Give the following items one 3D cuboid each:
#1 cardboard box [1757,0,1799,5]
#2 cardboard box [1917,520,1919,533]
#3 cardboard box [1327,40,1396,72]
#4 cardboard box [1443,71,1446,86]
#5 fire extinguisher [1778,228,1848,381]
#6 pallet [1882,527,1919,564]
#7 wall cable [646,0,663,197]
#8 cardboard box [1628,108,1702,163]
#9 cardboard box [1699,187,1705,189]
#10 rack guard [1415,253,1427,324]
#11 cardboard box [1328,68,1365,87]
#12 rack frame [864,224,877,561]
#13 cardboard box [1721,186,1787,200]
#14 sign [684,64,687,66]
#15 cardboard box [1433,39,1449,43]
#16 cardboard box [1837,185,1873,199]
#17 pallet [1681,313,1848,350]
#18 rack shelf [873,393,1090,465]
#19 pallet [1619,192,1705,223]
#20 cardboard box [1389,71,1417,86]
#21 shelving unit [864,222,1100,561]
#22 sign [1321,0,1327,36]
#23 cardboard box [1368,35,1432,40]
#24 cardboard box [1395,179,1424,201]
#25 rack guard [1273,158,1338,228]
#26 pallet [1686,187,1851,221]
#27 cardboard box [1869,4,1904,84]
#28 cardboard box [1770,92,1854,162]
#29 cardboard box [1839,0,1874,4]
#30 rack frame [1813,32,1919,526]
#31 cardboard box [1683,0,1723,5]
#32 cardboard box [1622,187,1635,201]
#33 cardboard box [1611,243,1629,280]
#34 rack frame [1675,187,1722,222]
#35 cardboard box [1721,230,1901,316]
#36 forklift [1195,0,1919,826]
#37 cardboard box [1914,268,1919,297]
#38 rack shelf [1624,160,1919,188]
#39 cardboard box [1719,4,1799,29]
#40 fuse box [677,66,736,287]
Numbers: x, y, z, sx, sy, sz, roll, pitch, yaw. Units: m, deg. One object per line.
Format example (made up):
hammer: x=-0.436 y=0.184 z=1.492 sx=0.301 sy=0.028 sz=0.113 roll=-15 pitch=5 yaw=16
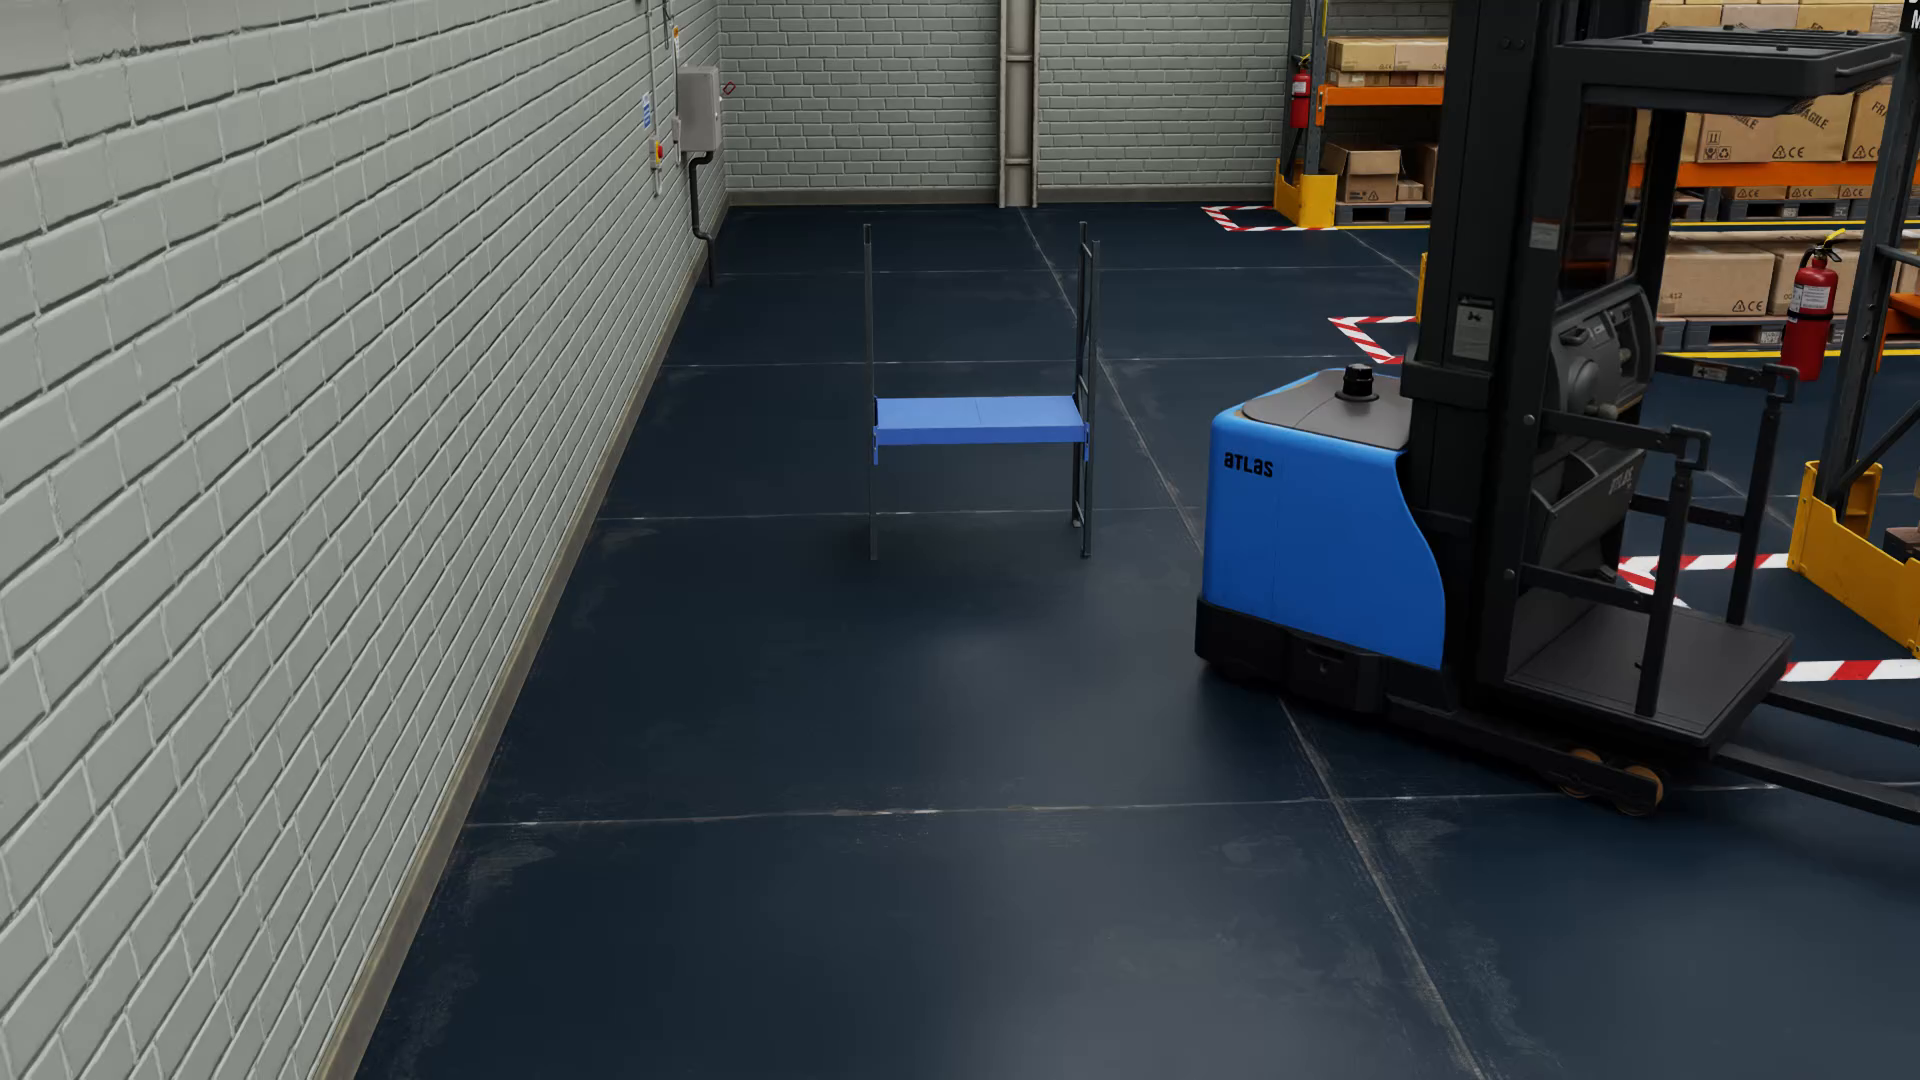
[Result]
cardboard box: x=5.286 y=-3.595 z=10.890 sx=0.250 sy=0.149 sz=0.380 roll=-1 pitch=21 yaw=-3
cardboard box: x=4.517 y=-0.040 z=7.427 sx=0.250 sy=0.149 sz=0.380 roll=-1 pitch=21 yaw=-2
cardboard box: x=3.801 y=-4.593 z=15.763 sx=0.500 sy=0.250 sz=0.500 roll=-1 pitch=21 yaw=-3
cardboard box: x=4.709 y=-4.433 z=15.901 sx=0.250 sy=0.149 sz=0.380 roll=-1 pitch=21 yaw=-2
fire extinguisher: x=3.726 y=-1.040 z=7.269 sx=0.183 sy=0.674 sz=0.296 roll=-1 pitch=21 yaw=-3
pallet: x=4.892 y=0.206 z=7.283 sx=1.213 sy=0.211 sz=1.003 roll=-1 pitch=21 yaw=-3
wall cable: x=-2.008 y=-3.214 z=10.876 sx=0.123 sy=1.953 sz=0.585 roll=-1 pitch=21 yaw=-3
cardboard box: x=4.619 y=-2.822 z=11.178 sx=0.500 sy=0.500 sz=0.500 roll=-1 pitch=21 yaw=-4
cardboard box: x=7.800 y=-3.835 z=16.902 sx=0.500 sy=0.500 sz=0.500 roll=-1 pitch=21 yaw=-3
rack guard: x=3.596 y=-1.679 z=11.829 sx=0.348 sy=0.500 sz=1.175 roll=-1 pitch=21 yaw=-3
cardboard box: x=3.677 y=-4.403 z=15.822 sx=0.250 sy=0.149 sz=0.380 roll=-1 pitch=21 yaw=-3
rack frame: x=-0.422 y=-0.692 z=7.832 sx=0.032 sy=1.500 sz=0.500 roll=-1 pitch=21 yaw=-3
cardboard box: x=7.822 y=-3.650 z=16.416 sx=0.500 sy=0.500 sz=0.500 roll=0 pitch=21 yaw=-1
sign: x=-2.217 y=-3.601 z=13.497 sx=0.001 sy=0.494 sz=0.329 roll=-1 pitch=21 yaw=-3
cardboard box: x=4.810 y=-4.615 z=15.820 sx=0.500 sy=0.250 sz=0.500 roll=-2 pitch=21 yaw=-4
cardboard box: x=8.852 y=-3.673 z=16.476 sx=0.500 sy=0.500 sz=0.500 roll=-2 pitch=21 yaw=-5
pallet: x=5.629 y=-1.612 z=12.059 sx=1.213 sy=0.211 sz=1.003 roll=-1 pitch=21 yaw=-3
rack shelf: x=0.085 y=-0.535 z=7.923 sx=1.000 sy=0.185 sz=0.538 roll=-1 pitch=21 yaw=-3
pallet: x=6.641 y=-3.375 z=16.690 sx=1.213 sy=0.211 sz=1.003 roll=-1 pitch=21 yaw=-3
cardboard box: x=4.188 y=-4.442 z=15.926 sx=0.250 sy=0.149 sz=0.380 roll=-1 pitch=21 yaw=-4
shelving unit: x=0.085 y=-0.703 z=7.859 sx=1.048 sy=1.500 sz=0.538 roll=-1 pitch=21 yaw=-3
sign: x=3.364 y=-4.823 z=15.356 sx=0.005 sy=0.325 sz=0.100 roll=-1 pitch=21 yaw=-3
cardboard box: x=4.292 y=-4.794 z=16.289 sx=0.500 sy=0.250 sz=0.500 roll=-1 pitch=21 yaw=-3
cardboard box: x=4.375 y=-3.448 z=16.379 sx=0.250 sy=0.149 sz=0.380 roll=-2 pitch=21 yaw=-5
rack guard: x=3.409 y=-3.444 z=16.465 sx=0.348 sy=0.500 sz=1.175 roll=-1 pitch=21 yaw=-3
pallet: x=8.136 y=-3.419 z=16.804 sx=1.213 sy=0.211 sz=1.003 roll=-1 pitch=21 yaw=-3
cardboard box: x=6.143 y=-3.314 z=11.065 sx=0.500 sy=0.500 sz=0.500 roll=-1 pitch=21 yaw=-2
cardboard box: x=5.627 y=-2.842 z=11.231 sx=0.500 sy=0.500 sz=0.500 roll=0 pitch=21 yaw=-1
cardboard box: x=5.800 y=-3.613 z=10.938 sx=0.250 sy=0.149 sz=0.380 roll=-1 pitch=21 yaw=-3
rack frame: x=4.003 y=-1.091 z=6.772 sx=0.127 sy=3.000 sz=1.000 roll=-1 pitch=21 yaw=-3
cardboard box: x=4.775 y=-3.581 z=10.853 sx=0.250 sy=0.149 sz=0.380 roll=-2 pitch=21 yaw=-5
cardboard box: x=6.430 y=-3.488 z=16.319 sx=0.258 sy=0.266 sz=0.396 roll=0 pitch=21 yaw=-1
cardboard box: x=4.273 y=-1.896 z=11.895 sx=0.875 sy=0.438 sz=0.875 roll=-2 pitch=21 yaw=-5
rack frame: x=7.326 y=-4.692 z=16.230 sx=0.127 sy=3.000 sz=1.000 roll=-1 pitch=21 yaw=-3
cardboard box: x=6.087 y=-1.935 z=11.998 sx=0.875 sy=0.438 sz=0.875 roll=-2 pitch=21 yaw=-5
forklift: x=2.406 y=-0.643 z=5.691 sx=3.031 sy=2.935 sz=1.130 roll=16 pitch=26 yaw=37
cardboard box: x=4.313 y=-1.081 z=7.098 sx=0.250 sy=0.149 sz=0.380 roll=-1 pitch=21 yaw=-3
rack shelf: x=5.617 y=-2.552 z=11.620 sx=4.000 sy=0.370 sz=1.077 roll=-1 pitch=21 yaw=-3
cardboard box: x=5.144 y=-3.297 z=11.018 sx=0.500 sy=0.500 sz=0.500 roll=-1 pitch=21 yaw=-3
fuse box: x=-1.983 y=-2.872 z=13.260 sx=0.414 sy=1.711 sz=0.539 roll=-1 pitch=21 yaw=-3
